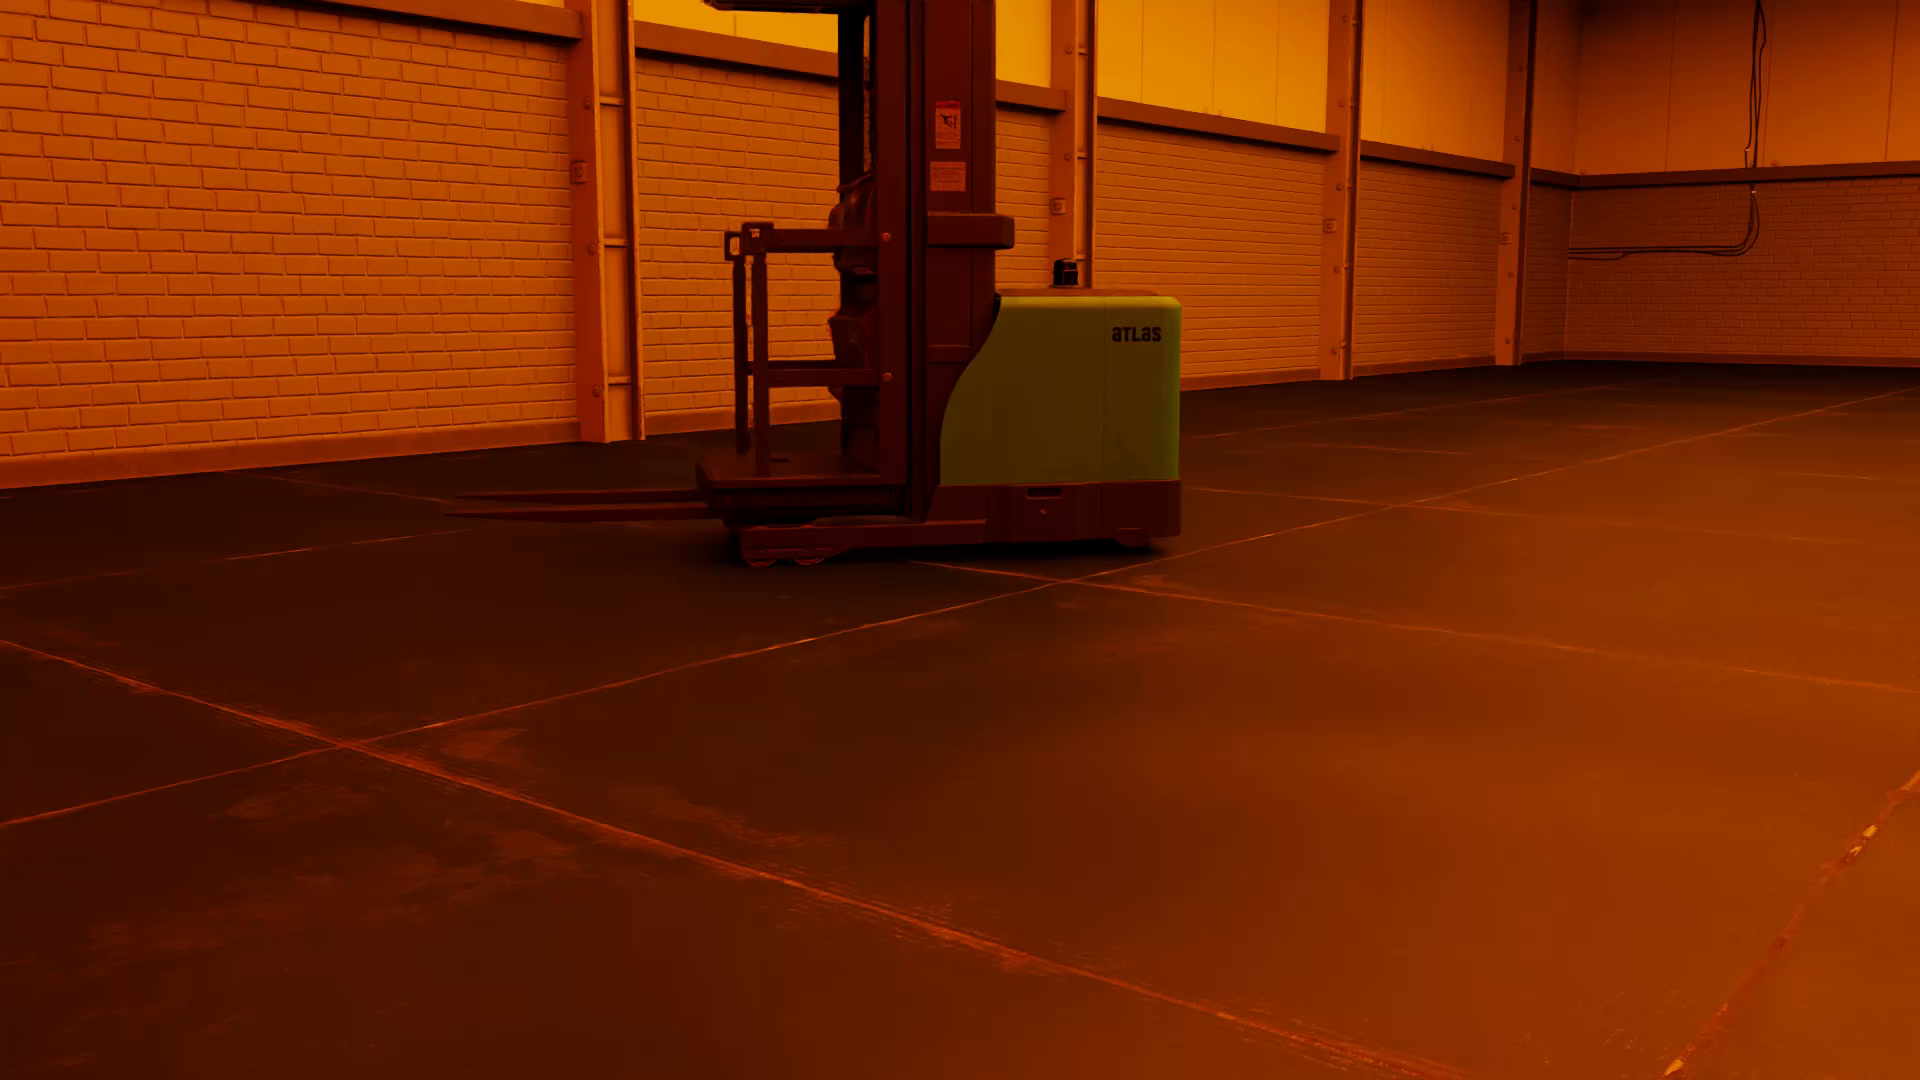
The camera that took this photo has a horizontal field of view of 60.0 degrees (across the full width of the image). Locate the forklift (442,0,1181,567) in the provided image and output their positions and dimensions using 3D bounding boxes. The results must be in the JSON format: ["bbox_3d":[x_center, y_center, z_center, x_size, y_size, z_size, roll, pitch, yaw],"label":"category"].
[{"bbox_3d":[-0.632,-1.424,7.012,3.031,2.935,1.130,-2,9,-12],"label":"forklift"}]

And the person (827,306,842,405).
[{"bbox_3d":[-0.567,-1.486,12.297,0.503,1.597,1.108,6,10,36],"label":"person"}]
